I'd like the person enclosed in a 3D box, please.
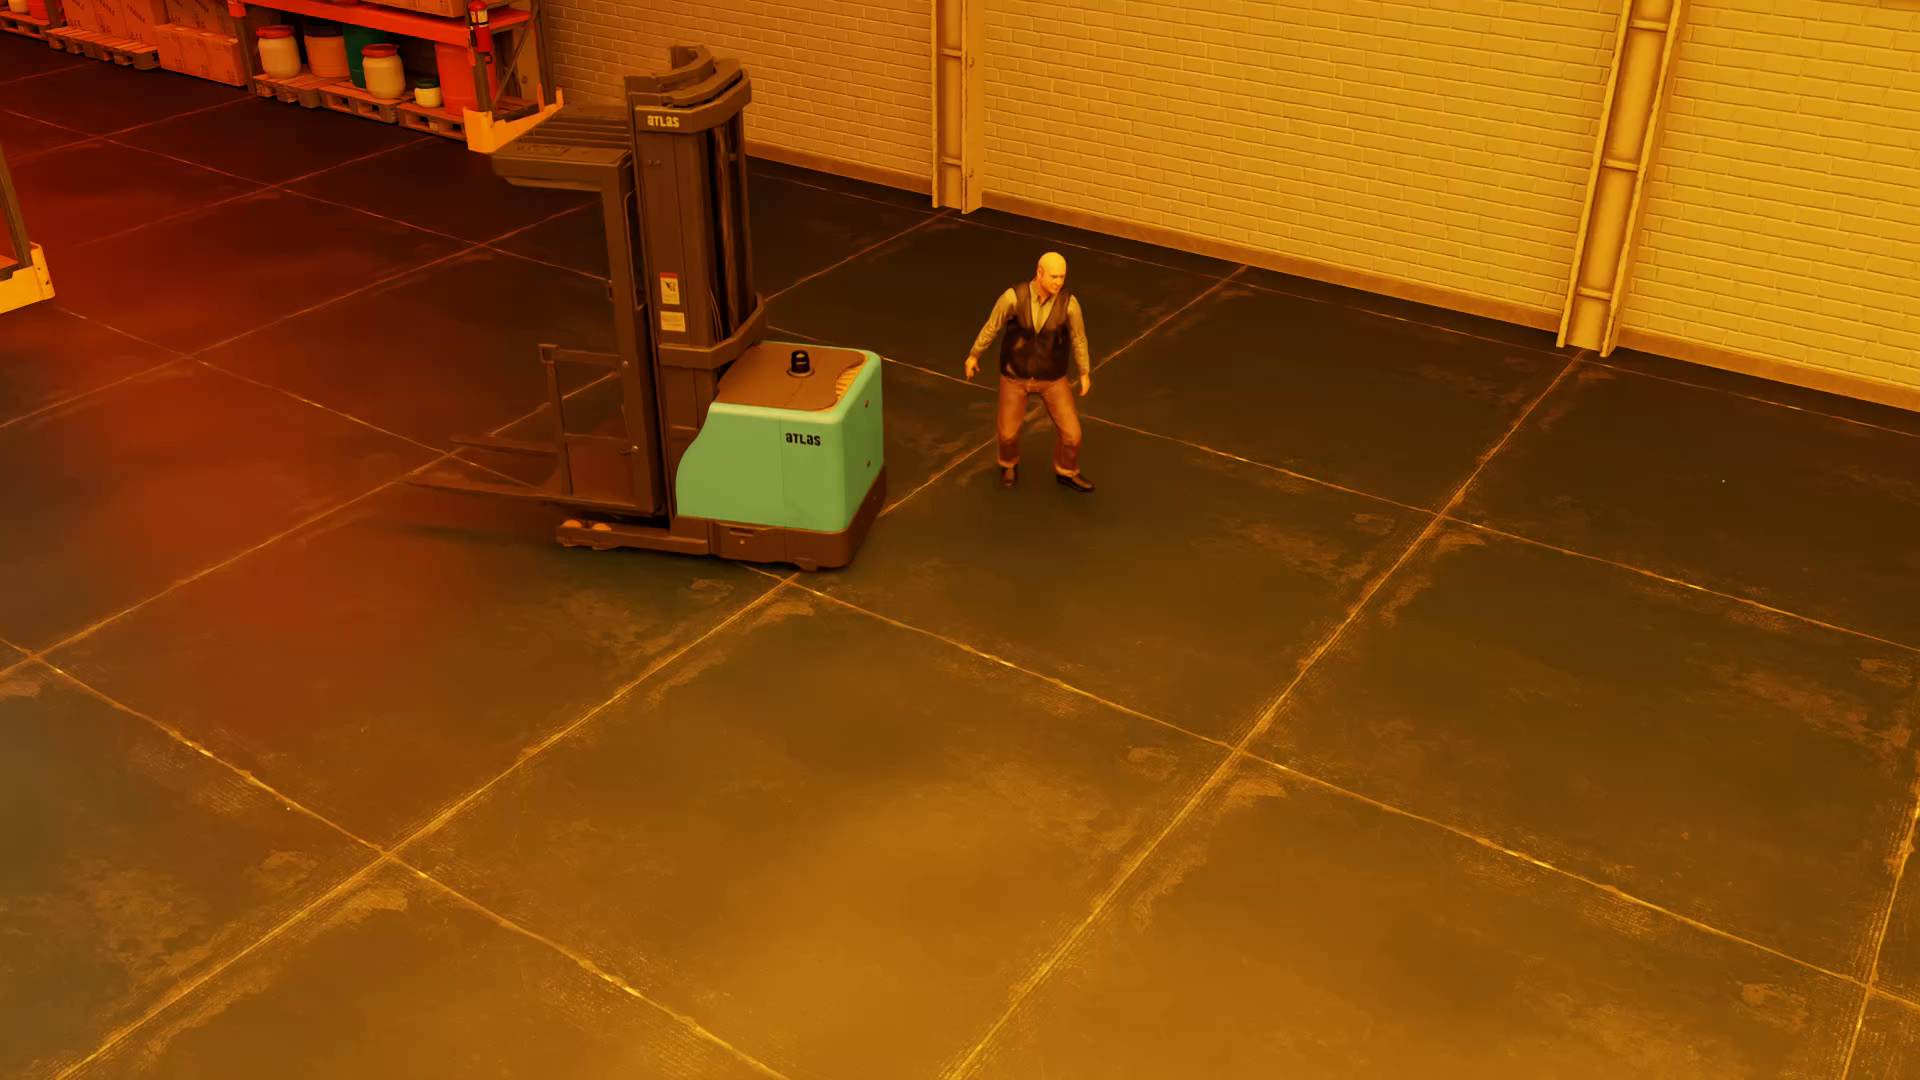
[{"bbox_3d":[0.468,-1.080,10.762,0.874,1.694,0.471,2,30,4],"label":"person"}]

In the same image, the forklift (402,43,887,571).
[{"bbox_3d":[-2.051,-1.452,10.081,3.031,2.935,1.130,6,31,11],"label":"forklift"}]
